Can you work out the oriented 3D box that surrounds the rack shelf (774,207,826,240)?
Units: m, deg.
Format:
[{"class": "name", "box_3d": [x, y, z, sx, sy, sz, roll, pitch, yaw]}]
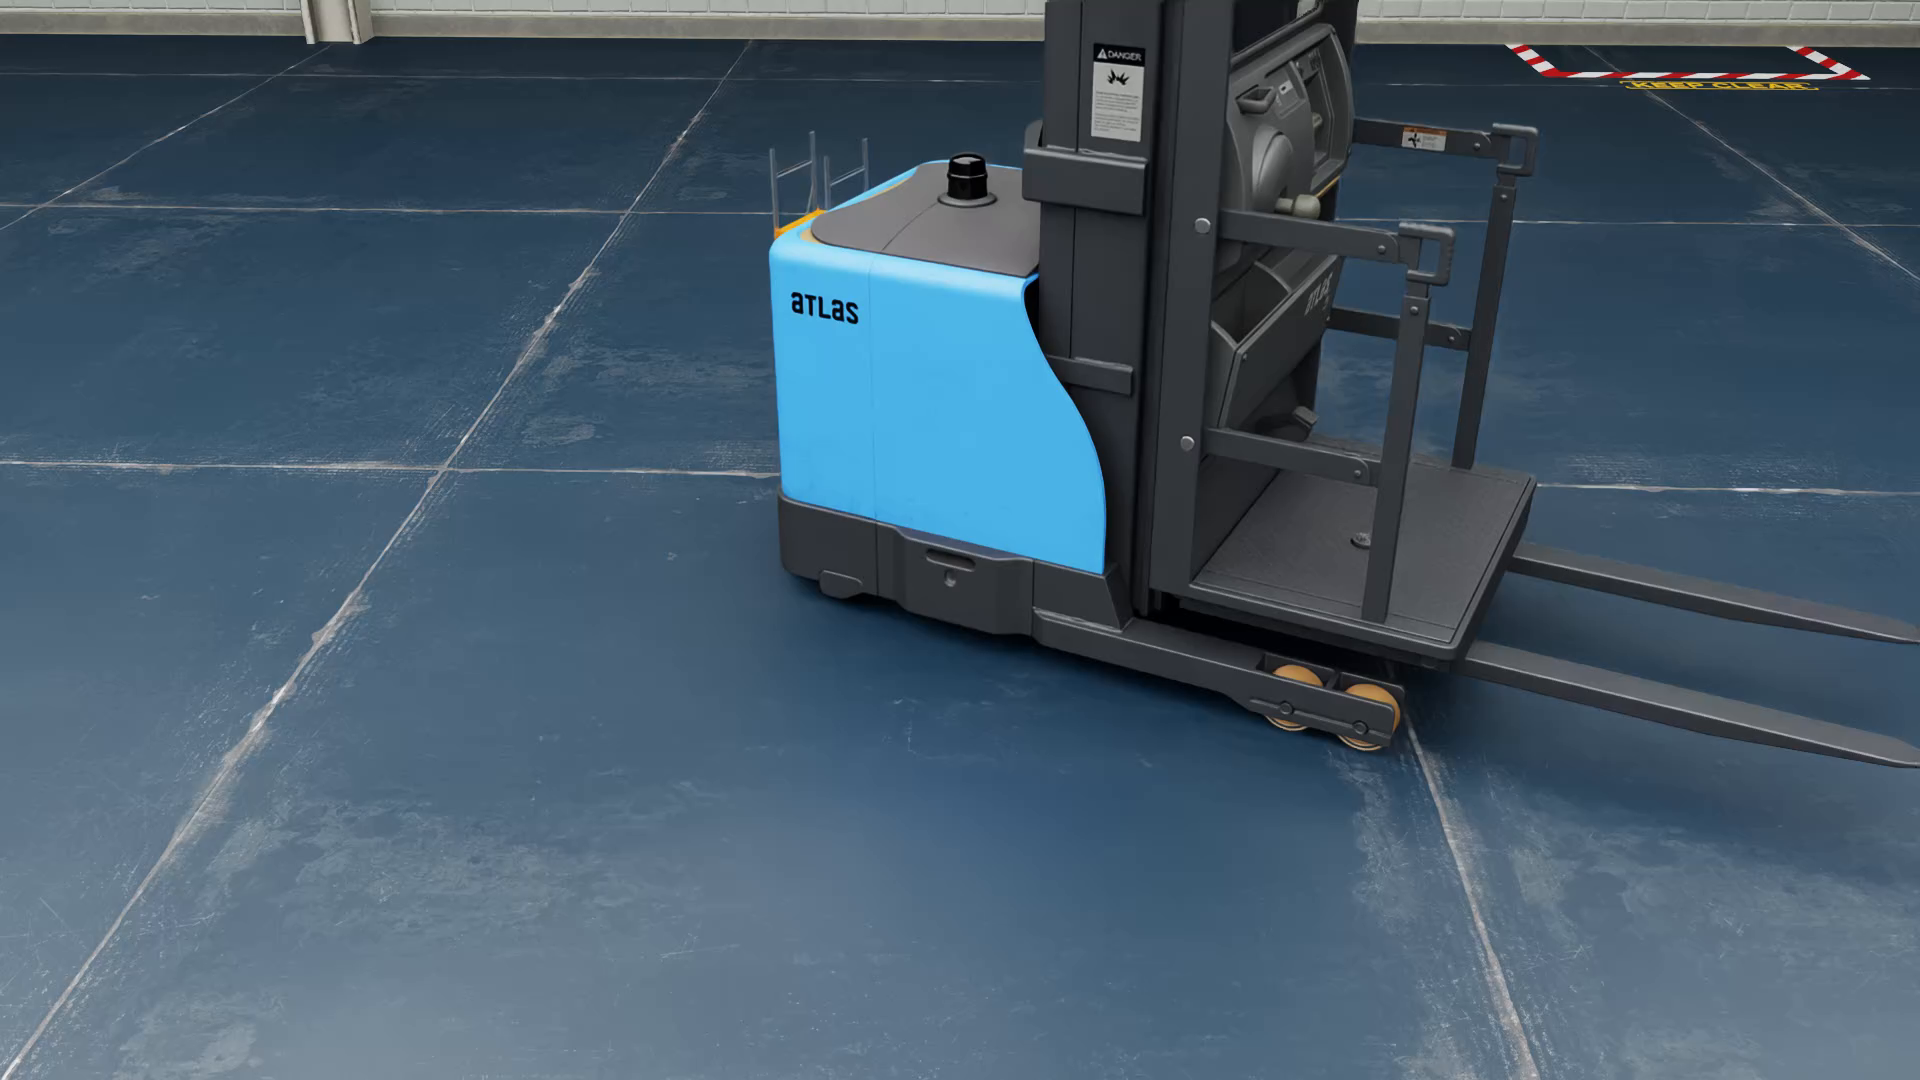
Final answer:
[{"class": "rack shelf", "box_3d": [-0.414, -0.911, 5.014, 0.180, 0.103, 0.258, 14, 31, 24]}]

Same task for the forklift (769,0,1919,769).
[{"class": "forklift", "box_3d": [1.013, -1.043, 4.088, 3.031, 2.935, 1.130, 14, 31, 24]}]

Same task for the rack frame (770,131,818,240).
[{"class": "rack frame", "box_3d": [-0.495, -0.652, 5.198, 0.006, 1.200, 0.240, 14, 31, 24]}]

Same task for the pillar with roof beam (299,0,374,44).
[{"class": "pillar with roof beam", "box_3d": [-4.671, -5.616, 6.237, 0.400, 9.000, 9.100, 1, 28, 2]}]

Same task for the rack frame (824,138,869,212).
[{"class": "rack frame", "box_3d": [-0.332, -0.613, 5.124, 0.006, 1.200, 0.240, 14, 31, 24]}]

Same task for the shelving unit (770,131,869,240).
[{"class": "shelving unit", "box_3d": [-0.414, -0.632, 5.161, 0.189, 1.200, 0.258, 14, 31, 24]}]
